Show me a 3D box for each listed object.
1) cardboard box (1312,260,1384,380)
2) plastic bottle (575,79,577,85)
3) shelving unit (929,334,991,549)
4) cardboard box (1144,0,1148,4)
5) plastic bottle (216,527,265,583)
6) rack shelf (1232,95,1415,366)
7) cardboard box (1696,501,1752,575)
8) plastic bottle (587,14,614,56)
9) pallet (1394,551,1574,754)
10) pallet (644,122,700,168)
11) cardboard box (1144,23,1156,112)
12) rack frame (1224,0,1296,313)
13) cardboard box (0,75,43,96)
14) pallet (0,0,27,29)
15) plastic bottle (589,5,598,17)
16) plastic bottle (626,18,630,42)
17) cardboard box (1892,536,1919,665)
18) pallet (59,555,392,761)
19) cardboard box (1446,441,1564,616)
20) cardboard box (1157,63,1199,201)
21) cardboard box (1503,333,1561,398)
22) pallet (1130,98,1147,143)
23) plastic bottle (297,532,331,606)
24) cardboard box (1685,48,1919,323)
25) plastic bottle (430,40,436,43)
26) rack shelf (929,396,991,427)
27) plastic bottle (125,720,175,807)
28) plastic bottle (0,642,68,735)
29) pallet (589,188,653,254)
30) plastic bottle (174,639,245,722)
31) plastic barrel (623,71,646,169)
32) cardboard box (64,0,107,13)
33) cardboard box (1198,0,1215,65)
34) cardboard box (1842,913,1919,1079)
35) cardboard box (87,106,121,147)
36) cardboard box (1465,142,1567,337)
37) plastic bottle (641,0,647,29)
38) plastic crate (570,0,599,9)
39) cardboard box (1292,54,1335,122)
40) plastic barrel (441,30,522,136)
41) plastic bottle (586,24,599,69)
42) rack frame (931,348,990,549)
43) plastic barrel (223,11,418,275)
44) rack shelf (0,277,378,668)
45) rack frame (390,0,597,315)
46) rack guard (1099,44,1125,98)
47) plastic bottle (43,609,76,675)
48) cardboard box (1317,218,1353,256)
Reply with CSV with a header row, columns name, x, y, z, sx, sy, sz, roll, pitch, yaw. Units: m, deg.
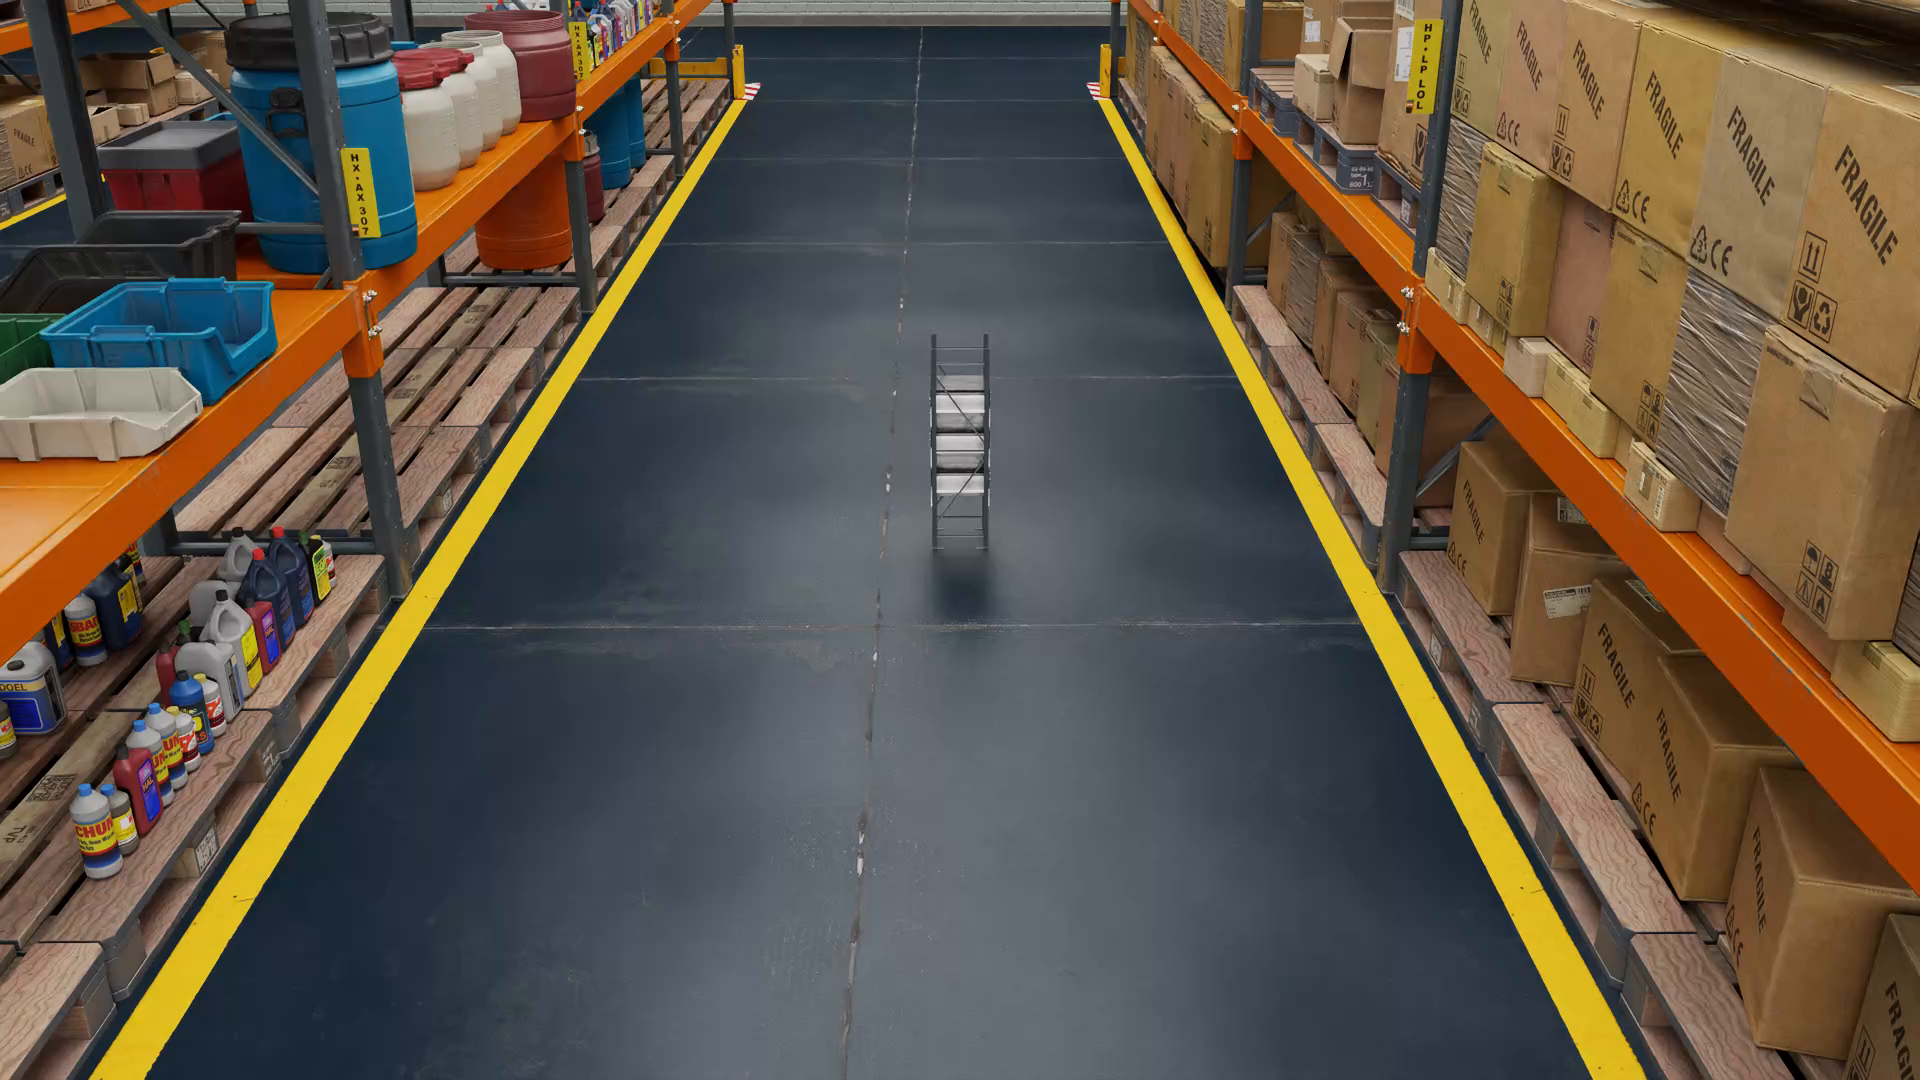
name,x,y,z,sx,sy,sz,roll,pitch,yaw
cardboard box,2.229,-1.137,8.623,0.700,0.500,0.500,2,24,4
plastic bottle,-2.439,-2.960,10.311,0.097,0.271,0.097,0,24,0
shelving unit,0.000,-0.413,7.072,0.258,0.900,0.210,0,24,-1
cardboard box,1.789,-4.683,14.270,0.380,0.149,0.250,-1,24,-1
plastic bottle,-2.589,0.128,6.007,0.144,0.351,0.185,0,24,-1
rack shelf,2.191,-1.662,8.157,1.077,0.370,4.000,0,24,-1
cardboard box,2.017,-0.034,3.990,0.380,0.149,0.250,0,24,-1
plastic bottle,-2.480,-3.486,11.468,0.152,0.276,0.135,0,24,-1
pallet,2.256,0.382,6.149,1.003,0.211,1.213,0,24,-1
pallet,-2.874,-3.472,14.670,1.003,0.211,1.213,0,24,-1
cardboard box,2.189,-4.328,15.248,0.875,0.875,0.875,0,24,-1
rack frame,2.169,-2.813,9.831,1.000,3.000,0.127,0,24,-1
cardboard box,-8.070,-3.714,14.321,0.500,0.500,0.500,0,24,-1
pallet,-7.880,-4.001,12.690,1.003,0.211,1.213,0,24,-1
plastic bottle,-2.610,-3.702,11.952,0.097,0.271,0.097,0,24,0
plastic bottle,-2.460,-3.726,12.091,0.097,0.201,0.097,0,24,0
cardboard box,2.278,0.075,2.961,0.875,0.500,0.500,0,24,-1
pallet,-2.774,0.405,6.099,1.003,0.211,1.213,0,24,-1
cardboard box,2.177,-0.053,6.250,0.500,0.500,0.500,-1,24,-2
cardboard box,2.163,-3.053,12.429,1.225,0.875,0.875,-1,24,-2
cardboard box,1.909,-0.549,5.128,0.380,0.149,0.250,0,24,-1
pallet,2.180,-4.009,15.858,1.003,0.211,1.213,0,24,-1
plastic bottle,-2.405,0.091,6.171,0.061,0.283,0.133,1,24,2
cardboard box,1.989,-0.791,3.664,0.500,0.500,0.500,0,24,-1
plastic bottle,-3.214,-2.903,10.170,0.061,0.283,0.133,0,24,-1
rack shelf,0.000,-0.547,7.012,0.258,0.077,0.200,0,24,-1
plastic bottle,-2.408,0.658,4.931,0.097,0.271,0.097,0,24,0
plastic bottle,-2.991,0.474,5.333,0.152,0.276,0.135,0,24,-1
pallet,-2.844,-2.347,12.183,1.003,0.211,1.213,0,24,-1
plastic bottle,-2.441,0.441,5.407,0.152,0.276,0.135,0,24,0
plastic barrel,-2.838,-3.450,13.276,0.600,0.901,0.708,0,24,-1
cardboard box,-7.513,-4.675,13.826,0.500,0.500,0.500,0,24,1
cardboard box,1.908,-3.481,11.185,0.500,0.500,0.500,-1,24,-2
cardboard box,2.267,1.173,3.540,0.500,0.500,0.500,4,25,9
cardboard box,-7.568,-3.568,14.228,0.500,0.311,0.500,0,24,-1
cardboard box,2.126,-0.954,5.238,0.875,0.500,0.500,0,24,-1
plastic bottle,-2.495,-4.071,12.763,0.152,0.276,0.135,0,24,-1
plastic crate,-3.173,-4.650,13.839,0.392,0.384,0.575,0,24,-1
cardboard box,1.958,-2.245,8.246,0.500,0.250,0.500,-1,24,-2
plastic barrel,-2.558,-2.419,8.823,0.421,0.512,0.421,0,24,0
plastic bottle,-2.428,-3.259,10.957,0.061,0.283,0.133,0,24,-1
rack frame,0.001,-0.371,6.979,0.240,0.900,0.006,0,24,-1
plastic barrel,-2.441,-1.532,6.389,0.600,0.901,0.708,0,24,-1
rack shelf,-2.718,0.009,4.463,1.077,0.370,4.000,0,24,-1
rack frame,-2.783,-2.791,9.781,1.000,3.000,0.127,0,24,-1
rack guard,2.082,-4.981,17.656,1.175,0.500,0.348,0,24,-1
plastic bottle,-3.144,0.276,5.681,0.144,0.351,0.185,-1,24,-3
cardboard box,2.223,-1.722,9.007,0.500,0.250,0.500,2,24,5
